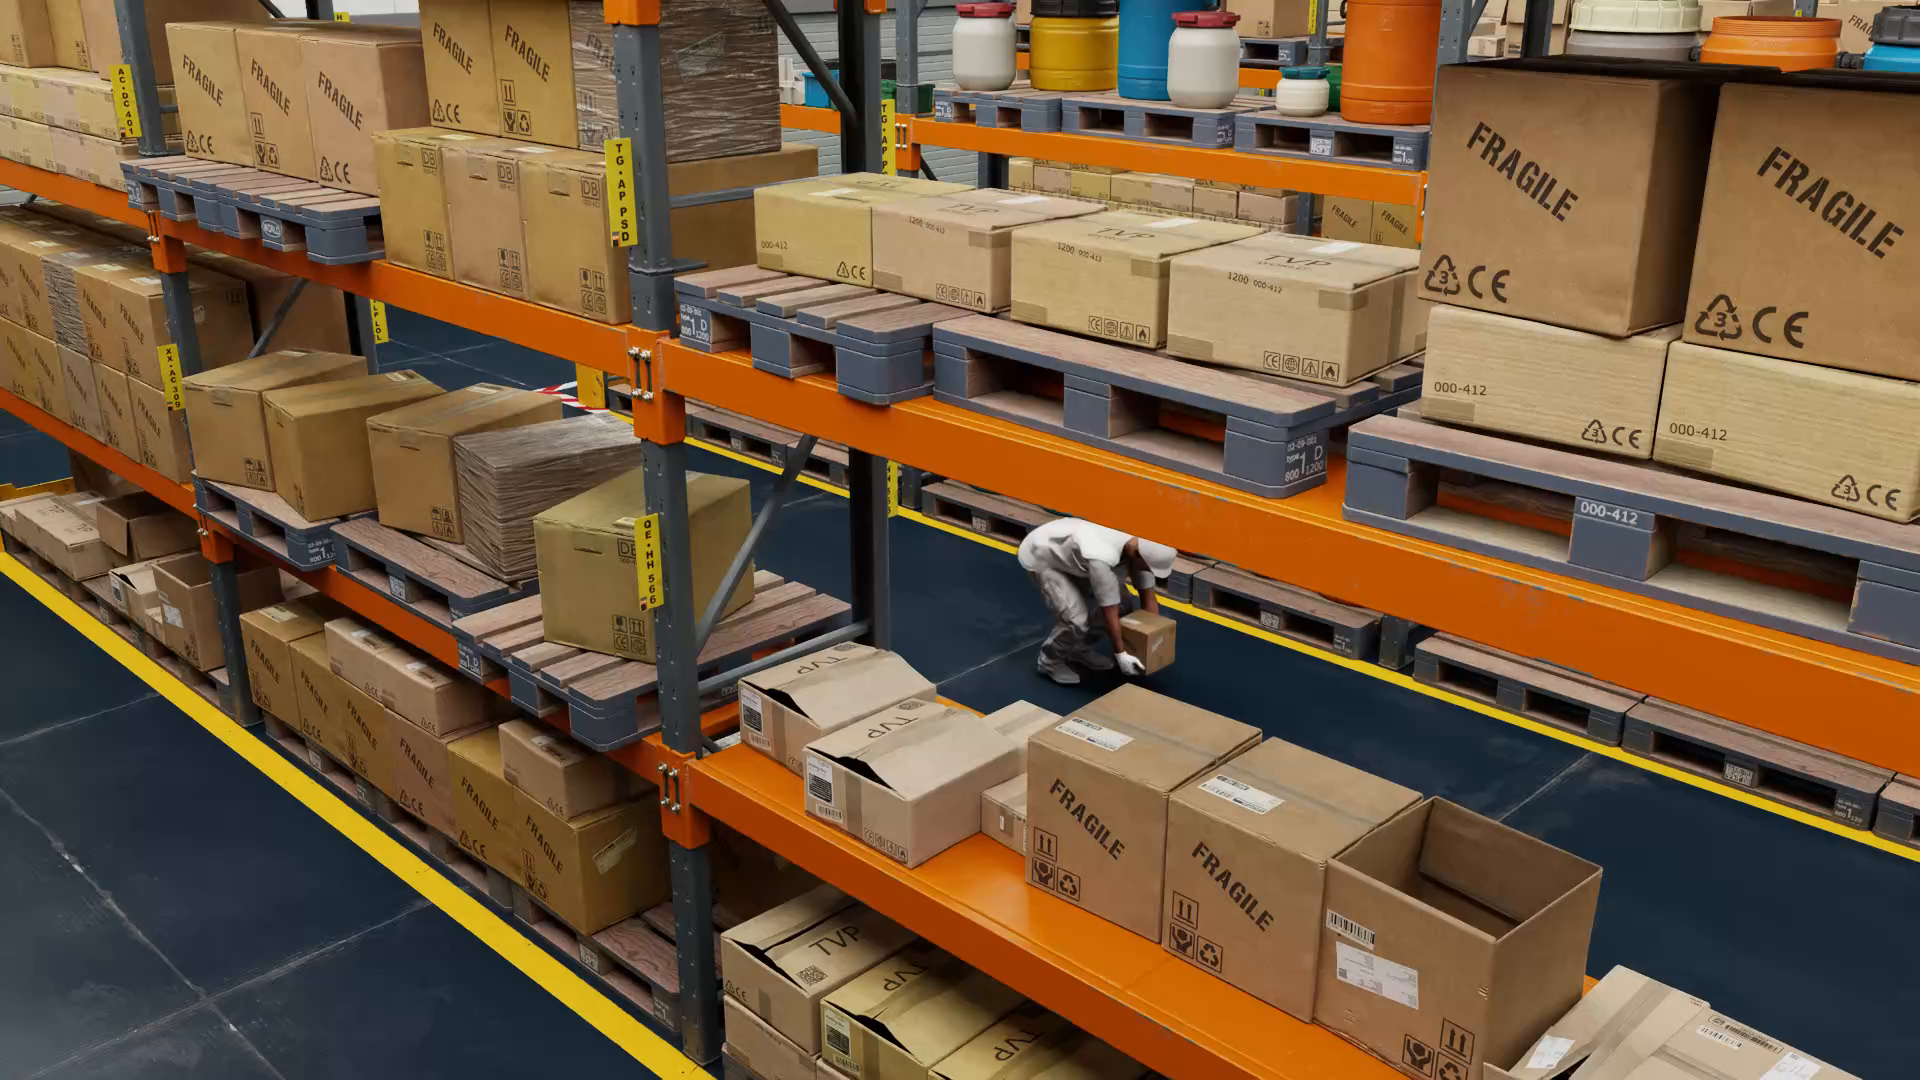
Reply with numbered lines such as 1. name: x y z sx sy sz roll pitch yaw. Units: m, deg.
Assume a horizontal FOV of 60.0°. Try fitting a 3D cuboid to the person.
1. person: 0.781 0.324 9.309 0.970 0.995 0.551 18 27 40
